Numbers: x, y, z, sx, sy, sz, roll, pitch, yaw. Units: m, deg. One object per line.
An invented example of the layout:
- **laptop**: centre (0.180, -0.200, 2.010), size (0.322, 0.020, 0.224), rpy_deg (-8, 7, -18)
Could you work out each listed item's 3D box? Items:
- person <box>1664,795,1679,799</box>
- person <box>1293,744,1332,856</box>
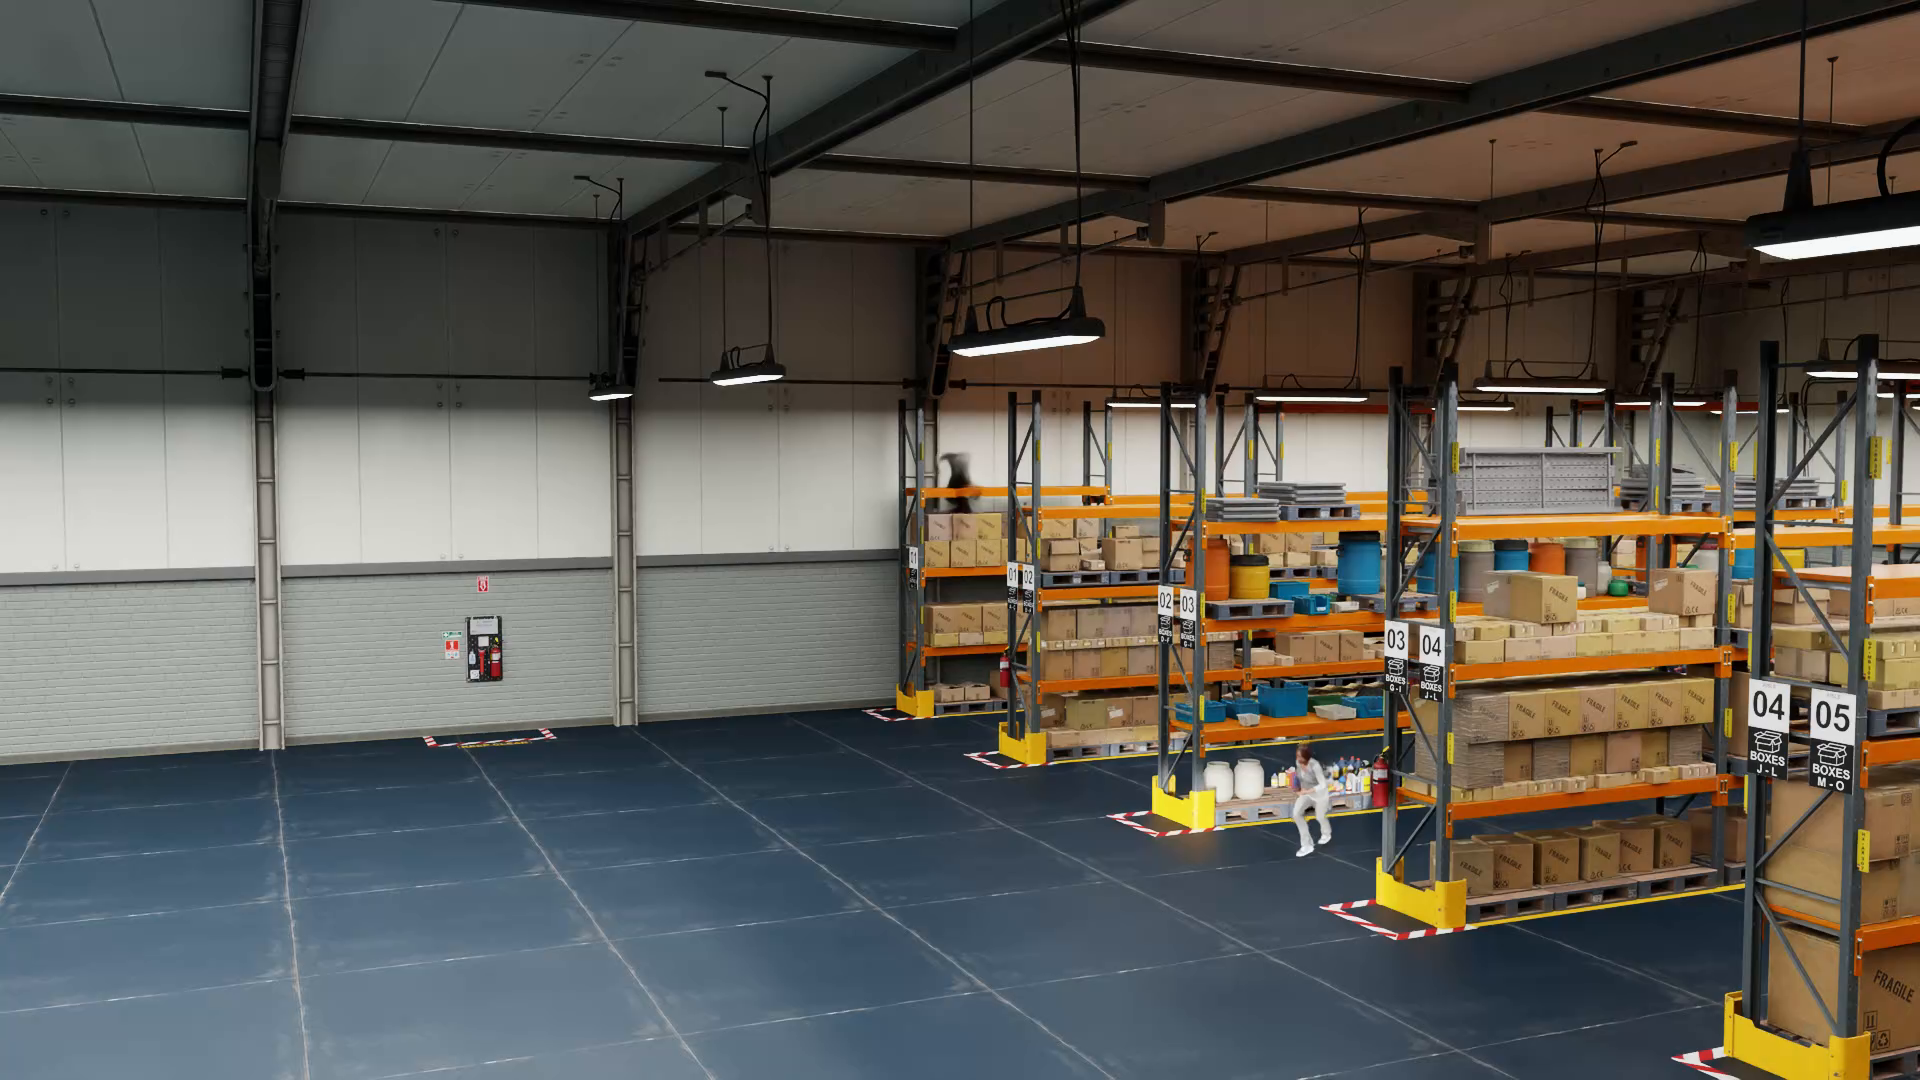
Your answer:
- **person**: centre (10.361, 2.880, 24.162), size (0.673, 1.726, 0.750), rpy_deg (-1, 4, -23)
- **person**: centre (4.464, 3.206, 20.827), size (0.524, 1.406, 1.019), rpy_deg (3, 4, 42)
